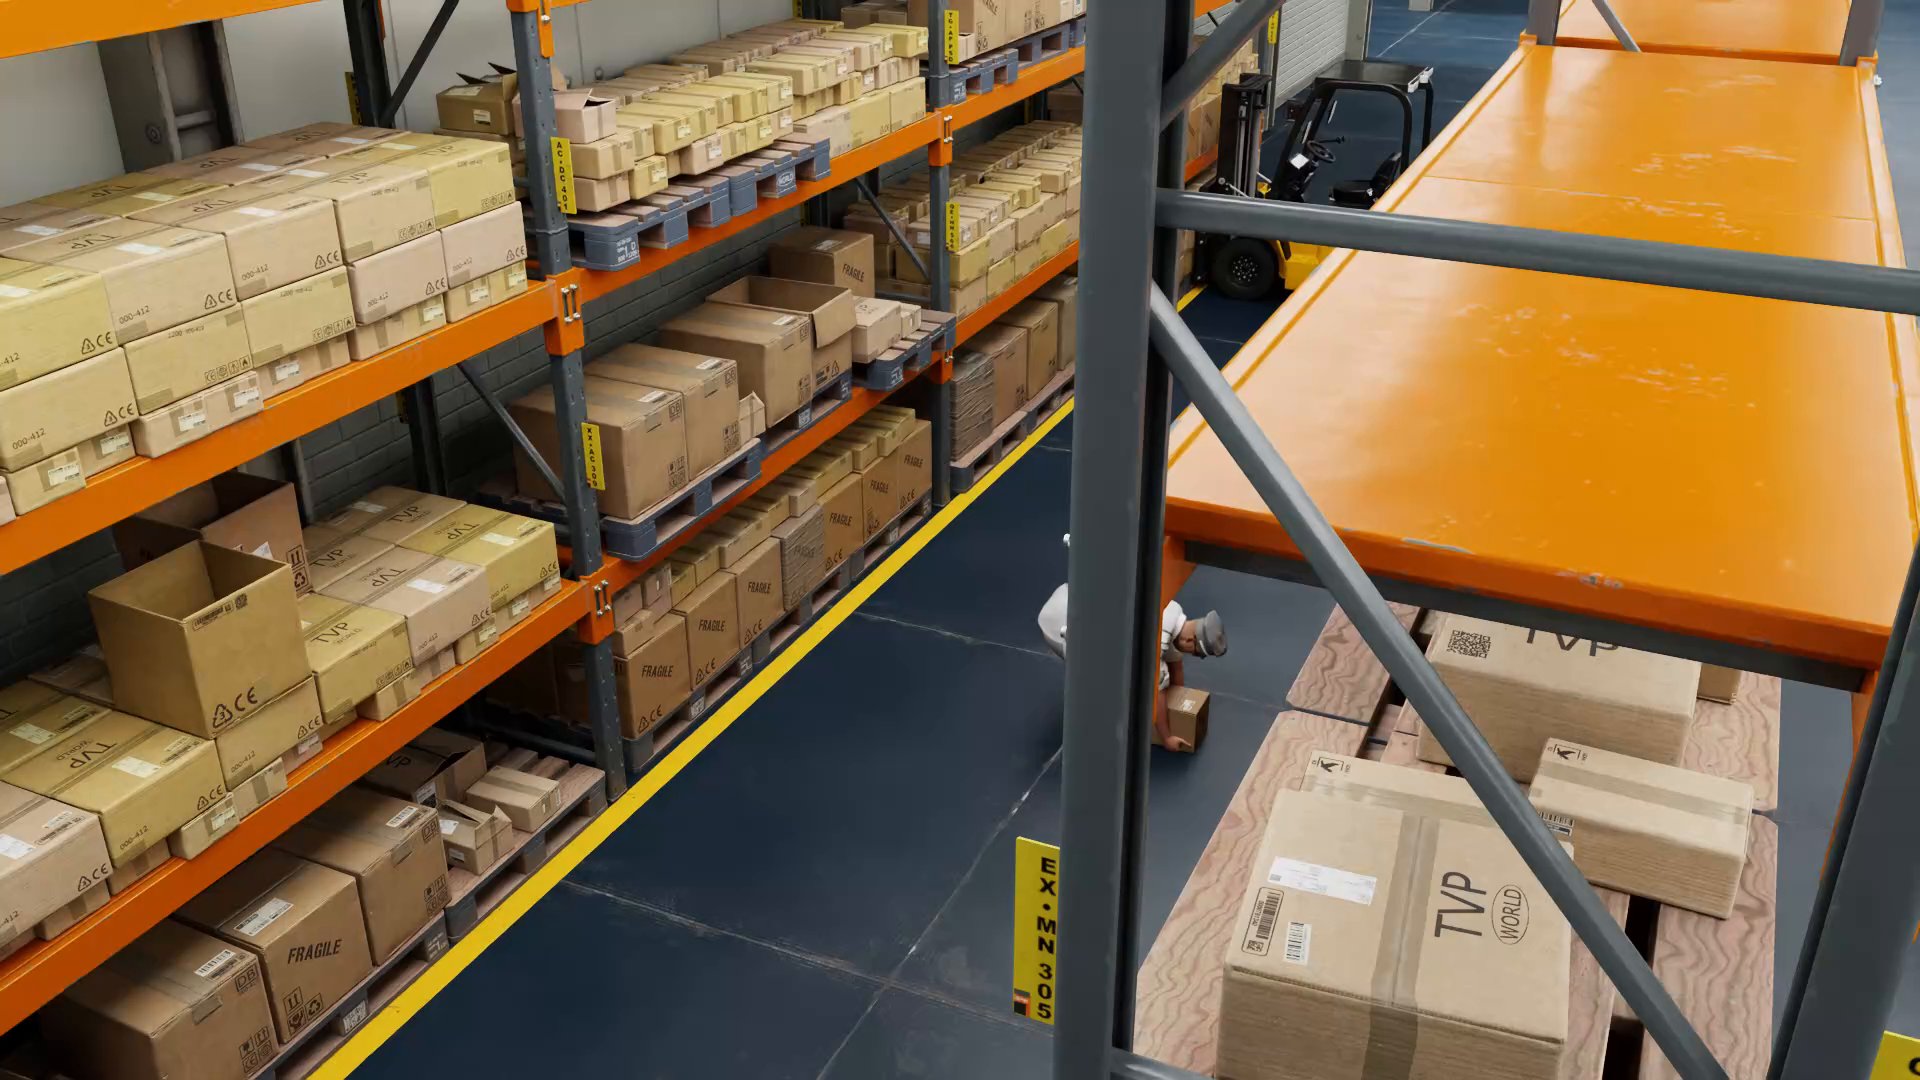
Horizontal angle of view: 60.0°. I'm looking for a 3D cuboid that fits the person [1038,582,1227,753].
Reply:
[{"bbox_3d":[0.945,0.659,9.129,1.032,0.865,0.530,10,28,20],"label":"person"}]
